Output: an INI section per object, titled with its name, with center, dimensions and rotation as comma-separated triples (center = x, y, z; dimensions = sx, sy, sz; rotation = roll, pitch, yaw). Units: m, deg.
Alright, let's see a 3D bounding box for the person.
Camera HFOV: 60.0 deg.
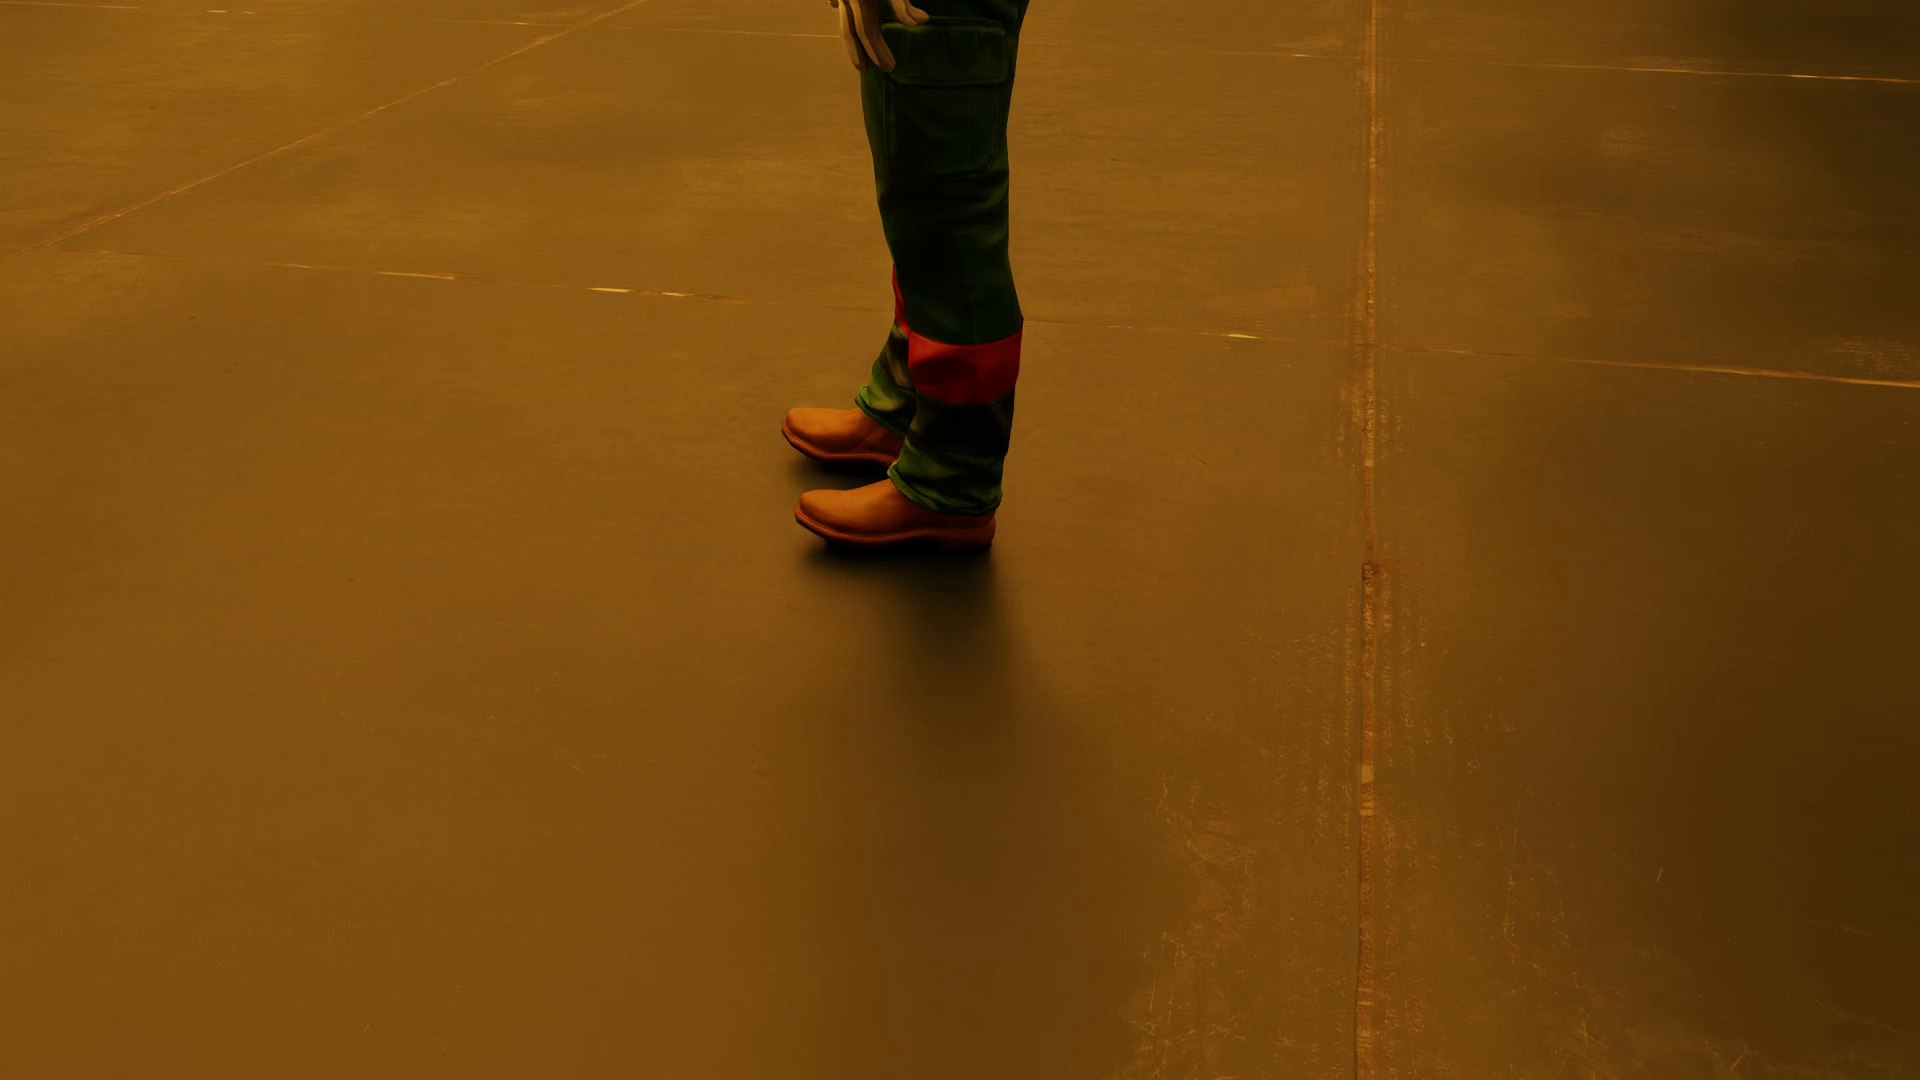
[person]
center = -0.076, -0.819, 2.120
dimensions = 0.562, 1.790, 0.637
rotation = 6, 27, 11
